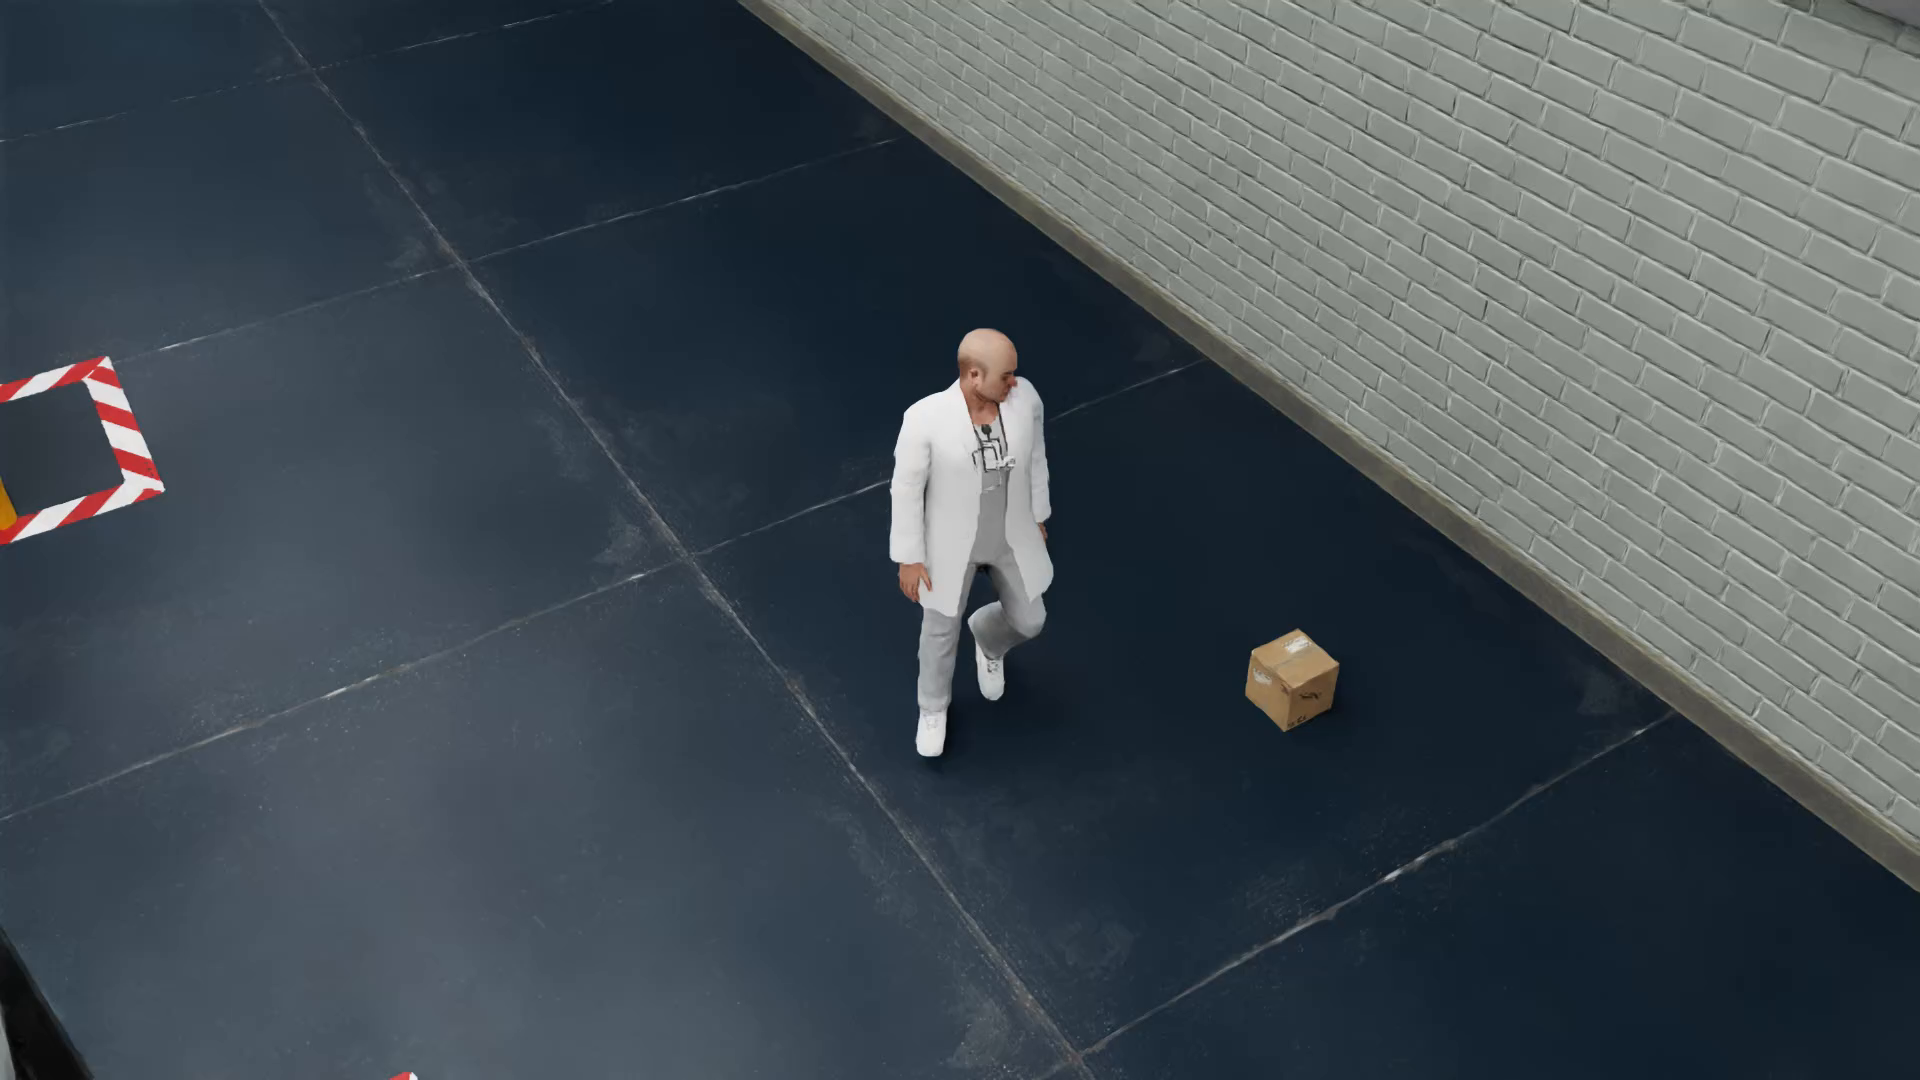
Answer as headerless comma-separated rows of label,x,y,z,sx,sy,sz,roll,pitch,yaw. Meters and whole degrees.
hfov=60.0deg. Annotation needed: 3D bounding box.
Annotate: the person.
person,0.030,-0.027,6.174,0.644,1.780,0.546,-12,42,-14
